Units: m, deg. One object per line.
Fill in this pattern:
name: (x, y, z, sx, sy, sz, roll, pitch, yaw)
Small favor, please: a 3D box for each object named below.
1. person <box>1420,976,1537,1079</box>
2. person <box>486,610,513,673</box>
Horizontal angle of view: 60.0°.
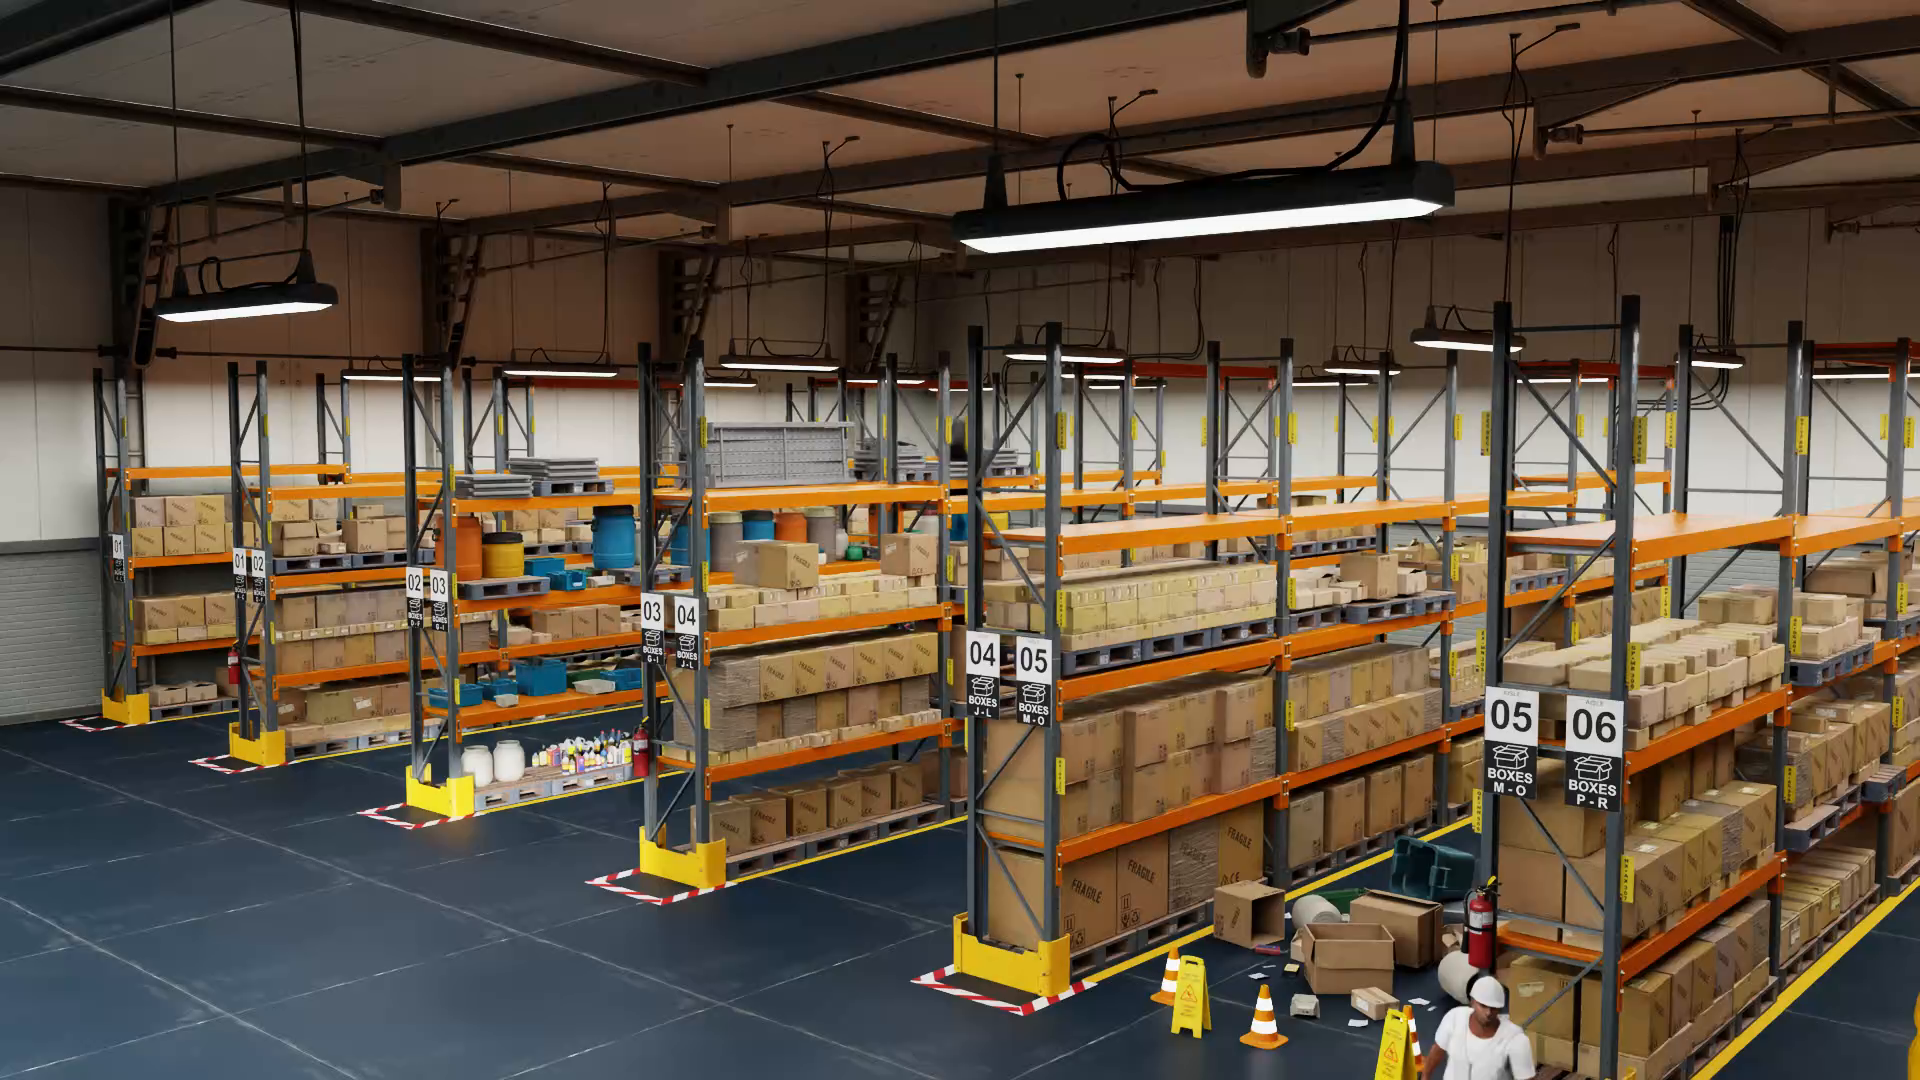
person: (3.277, 3.540, 10.543, 0.783, 1.706, 0.733, 3, 5, 31)
person: (-8.822, 2.002, 31.933, 0.527, 1.671, 0.792, 1, 4, 20)
